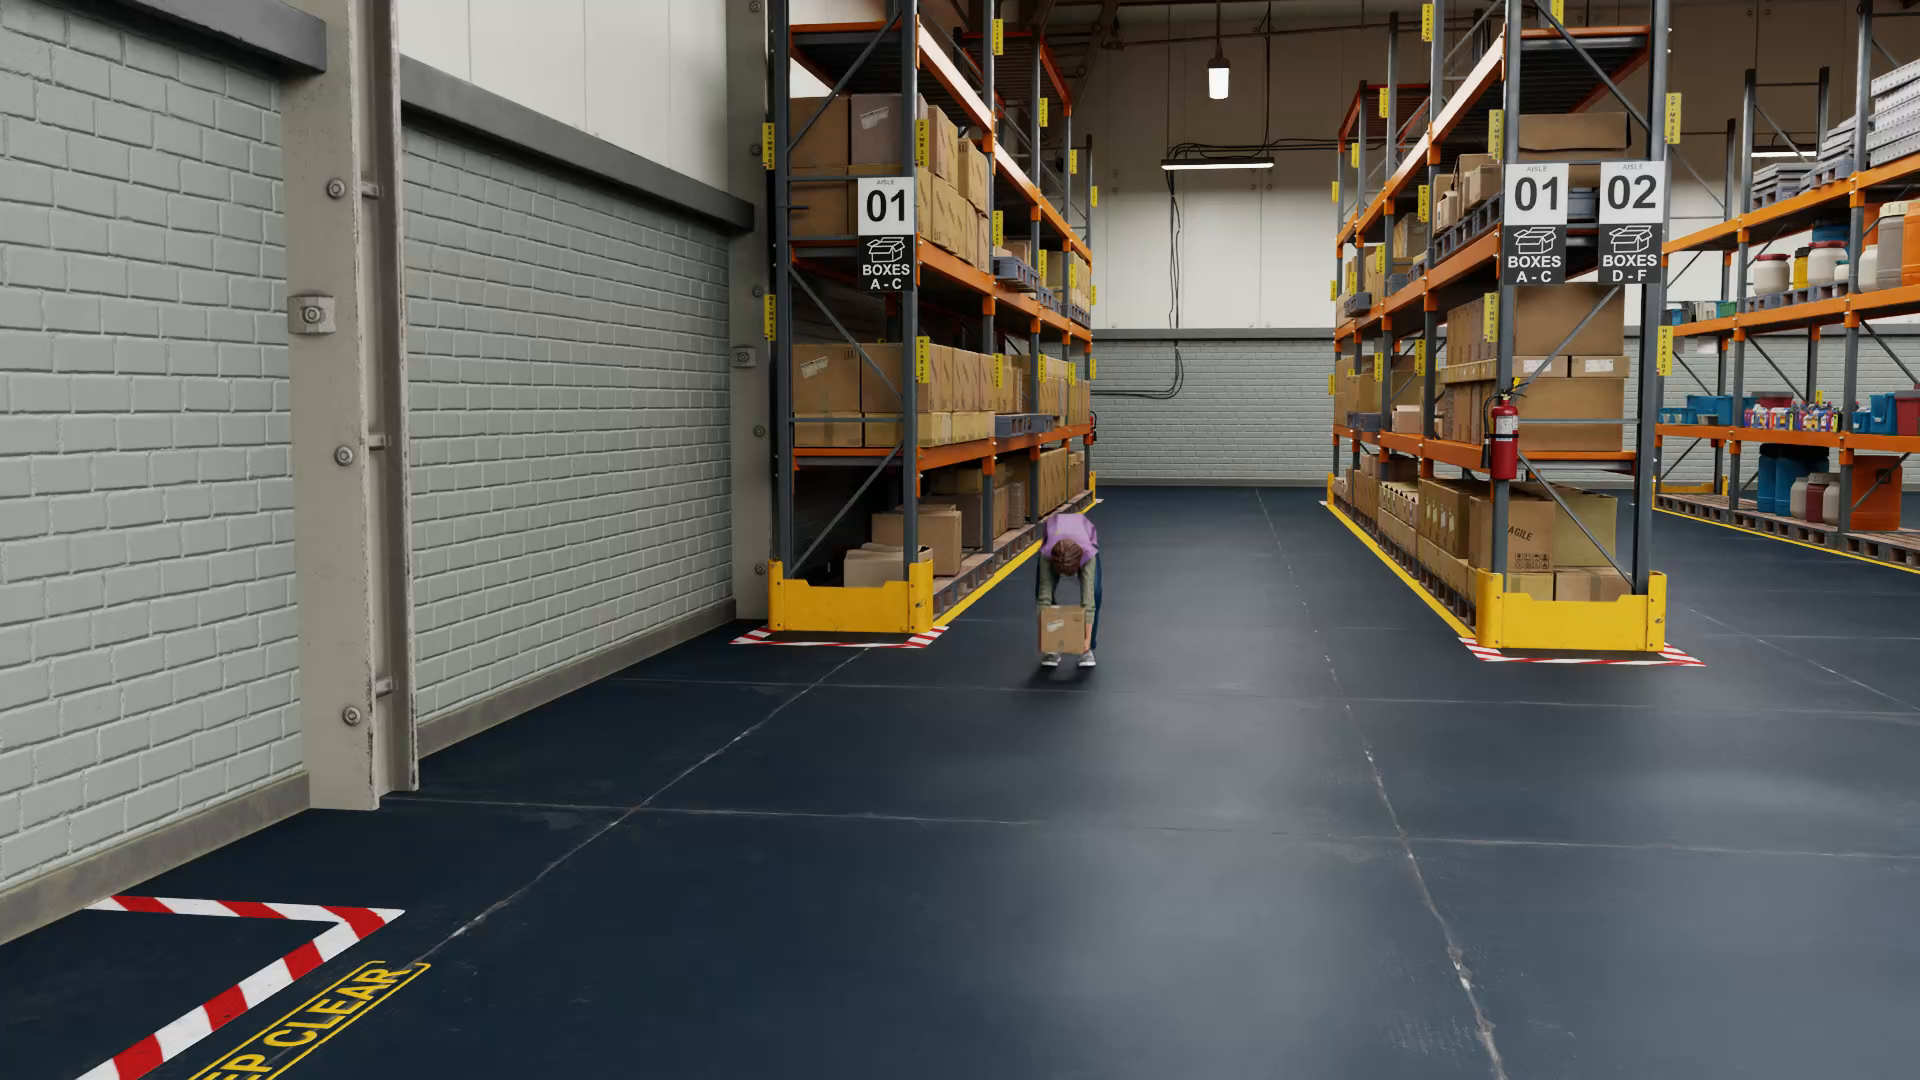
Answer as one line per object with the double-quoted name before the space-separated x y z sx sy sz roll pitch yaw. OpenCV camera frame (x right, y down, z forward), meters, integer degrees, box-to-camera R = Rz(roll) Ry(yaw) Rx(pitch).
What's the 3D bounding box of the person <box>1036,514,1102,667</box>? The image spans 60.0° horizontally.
"person" 0.660 0.323 10.164 0.410 0.948 0.866 0 5 6
